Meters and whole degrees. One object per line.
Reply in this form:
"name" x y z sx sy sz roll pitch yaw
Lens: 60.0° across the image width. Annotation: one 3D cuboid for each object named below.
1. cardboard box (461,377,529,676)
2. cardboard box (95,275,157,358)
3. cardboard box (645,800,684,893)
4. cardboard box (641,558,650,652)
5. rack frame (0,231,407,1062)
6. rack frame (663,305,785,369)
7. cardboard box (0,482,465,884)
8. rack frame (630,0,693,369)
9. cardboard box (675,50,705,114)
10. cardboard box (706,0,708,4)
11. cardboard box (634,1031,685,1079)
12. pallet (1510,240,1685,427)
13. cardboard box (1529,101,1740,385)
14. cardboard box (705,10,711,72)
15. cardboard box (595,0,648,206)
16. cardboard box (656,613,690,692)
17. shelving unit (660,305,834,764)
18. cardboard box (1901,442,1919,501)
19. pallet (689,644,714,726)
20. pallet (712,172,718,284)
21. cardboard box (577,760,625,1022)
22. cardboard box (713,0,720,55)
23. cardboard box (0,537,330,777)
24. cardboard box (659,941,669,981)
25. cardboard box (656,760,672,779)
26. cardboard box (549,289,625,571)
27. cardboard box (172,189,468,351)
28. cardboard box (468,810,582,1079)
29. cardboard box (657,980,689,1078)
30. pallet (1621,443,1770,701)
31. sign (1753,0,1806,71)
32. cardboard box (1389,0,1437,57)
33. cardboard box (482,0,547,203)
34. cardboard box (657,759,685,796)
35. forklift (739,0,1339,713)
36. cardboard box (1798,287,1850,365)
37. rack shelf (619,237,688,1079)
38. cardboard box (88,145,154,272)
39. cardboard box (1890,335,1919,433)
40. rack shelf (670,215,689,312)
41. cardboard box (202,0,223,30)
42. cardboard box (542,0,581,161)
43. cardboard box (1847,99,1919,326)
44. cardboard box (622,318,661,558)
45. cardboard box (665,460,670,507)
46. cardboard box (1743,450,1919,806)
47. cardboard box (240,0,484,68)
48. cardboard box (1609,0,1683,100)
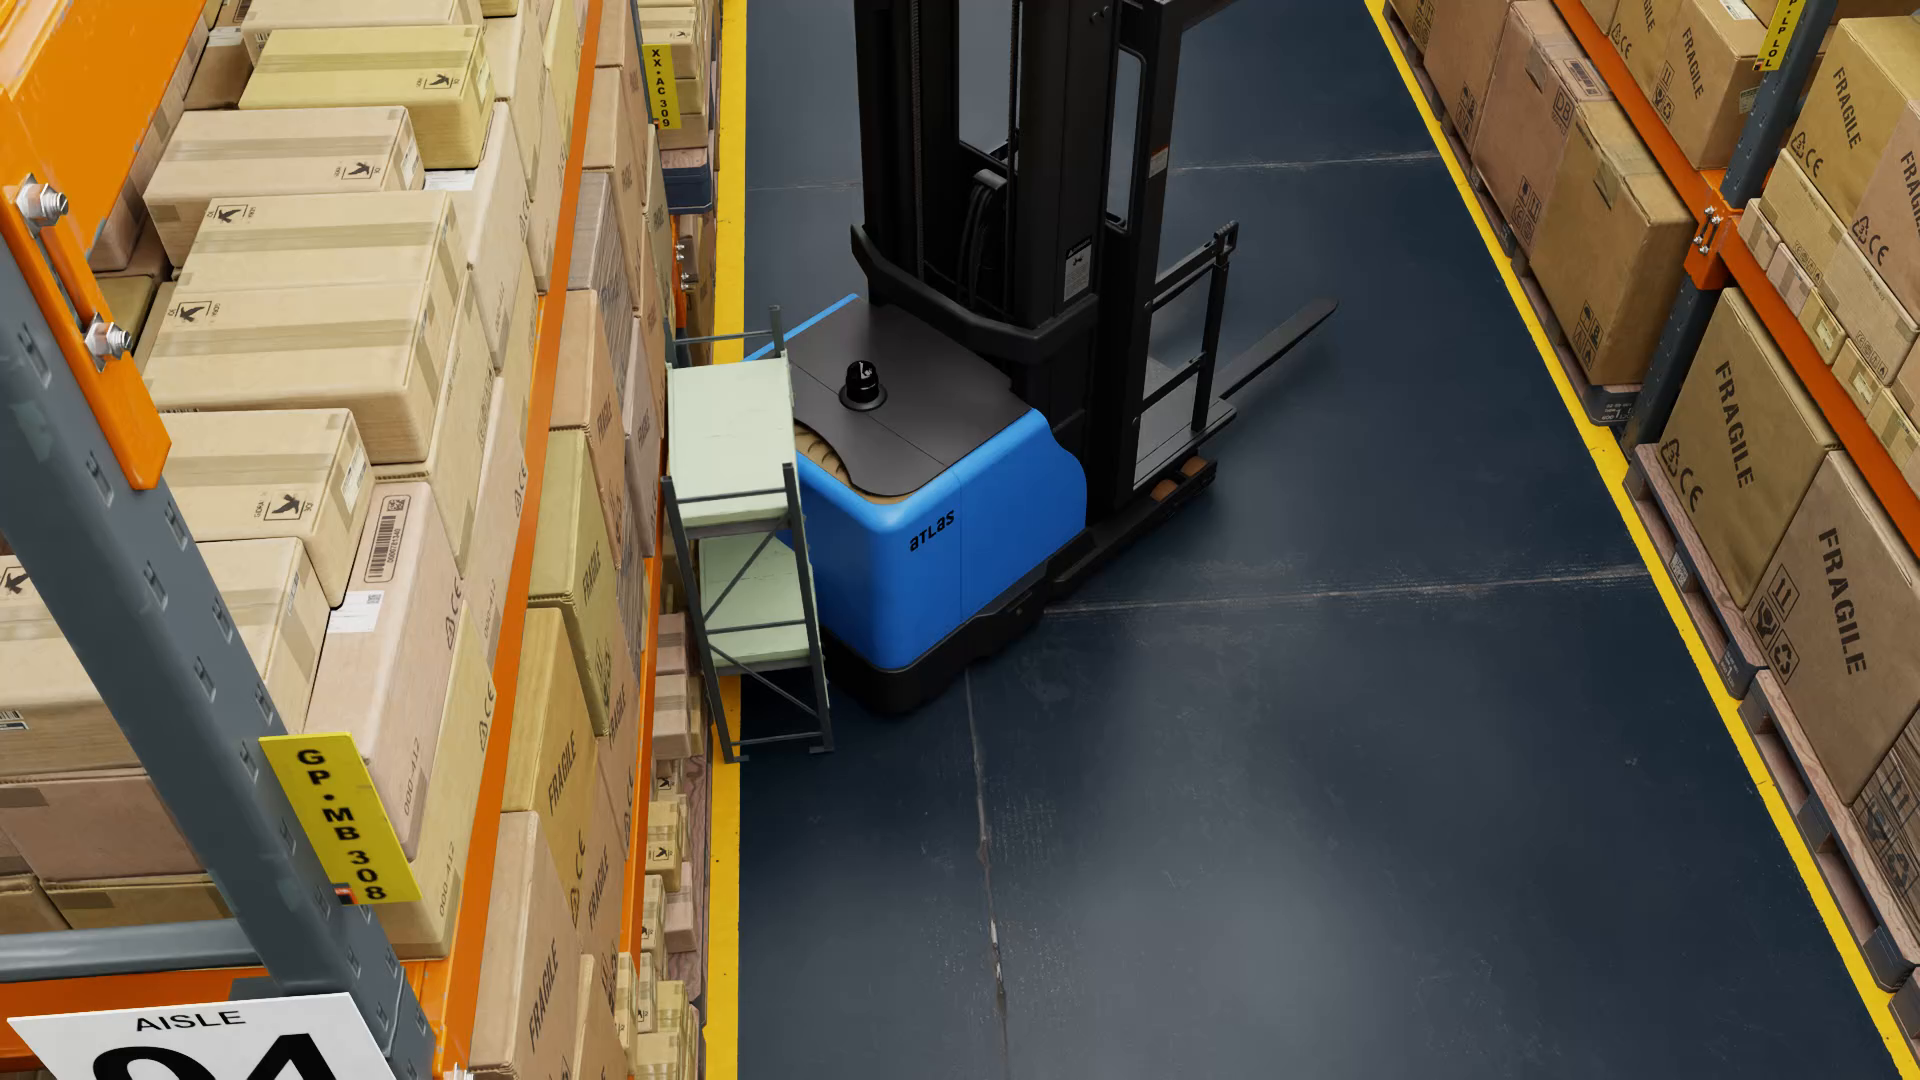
"cardboard box" -1.051 -0.020 2.877 0.500 0.250 0.500 -2 47 -2
"cardboard box" -1.564 -0.158 2.663 0.500 0.250 0.500 -5 47 -4
"cardboard box" -1.063 0.962 5.174 0.380 0.149 0.250 -3 47 -3
"cardboard box" -1.103 0.193 4.811 0.380 0.149 0.250 -3 47 -3
"rack frame" -1.228 -0.381 1.050 1.000 3.000 0.127 -3 47 -3
"rack frame" -0.777 -0.248 6.043 0.400 1.500 0.023 -6 49 -4
"cardboard box" -1.007 0.189 2.334 0.500 0.250 0.500 -3 47 -3
"rack frame" -1.563 -1.212 5.969 1.000 3.000 0.127 -3 47 -3
"cardboard box" -1.138 -1.686 6.096 0.380 0.149 0.250 -3 47 -3
"cardboard box" -1.206 -2.248 6.628 0.380 0.149 0.250 -5 47 -5
"cardboard box" -0.970 1.531 4.635 0.380 0.149 0.250 -4 47 -3
"pallet" 3.248 -1.035 7.722 1.003 0.211 1.213 -3 47 -3
"cardboard box" 3.314 -1.316 7.241 1.225 0.875 0.875 -3 47 -3
"cardboard box" -1.184 -1.965 6.565 0.380 0.149 0.250 -3 47 -3
"cardboard box" -1.254 -1.369 5.155 0.500 0.500 0.500 -5 47 -5
"cardboard box" -1.126 0.406 5.701 0.380 0.149 0.250 -6 47 -5
"shelving unit" -0.730 0.022 5.801 0.431 1.500 0.755 -6 49 -4
"cardboard box" 3.190 -0.182 5.166 0.380 0.149 0.250 -3 47 -3
"pallet" -1.472 0.230 6.523 1.003 0.211 1.213 -3 47 -3
"pallet" -1.735 -1.701 8.352 1.003 0.211 1.213 -3 47 -3
"cardboard box" -1.061 0.818 3.772 0.500 0.500 0.500 -3 47 -3
"cardboard box" -1.582 -2.931 9.029 0.500 0.500 0.500 -4 47 -3
"cardboard box" -1.028 0.145 2.102 0.380 0.149 0.250 -4 47 -4
"cardboard box" -1.113 1.385 5.183 0.380 0.149 0.250 -3 47 -3
"cardboard box" -1.179 0.683 5.643 0.380 0.149 0.250 -5 47 -5
"cardboard box" -1.117 -0.251 4.095 0.500 0.500 0.500 -5 47 -5
"cardboard box" -1.002 -0.418 2.634 0.380 0.149 0.250 -3 47 -3
"cardboard box" -1.001 0.860 3.043 0.500 0.500 0.500 -4 47 -4
"cardboard box" -1.005 1.455 4.912 0.380 0.149 0.250 -2 47 -2
"pallet" 3.374 0.073 6.672 1.003 0.211 1.213 -3 47 -3
"sign" 2.848 -1.772 5.755 0.100 0.325 0.005 -3 47 -3
"cardboard box" 3.090 -3.248 9.071 1.225 0.875 0.875 -5 47 -5
"cardboard box" -1.125 -0.913 3.378 0.500 0.250 0.500 -5 47 -5
"cardboard box" -1.149 0.828 5.710 0.380 0.149 0.250 -3 47 -3
"forklift" 0.440 -1.334 6.131 1.130 2.935 3.031 35 56 29
"cardboard box" 3.126 -0.739 5.694 0.380 0.149 0.250 -2 47 -2
"rack shelf" -1.396 0.482 4.859 1.077 0.370 4.000 -3 47 -3
"cardboard box" -1.585 -0.571 2.780 0.380 0.149 0.250 -4 47 -4
"cardboard box" 3.252 -0.401 5.099 0.500 0.250 0.500 -2 47 -2
"rack shelf" -1.731 -2.412 7.600 1.077 0.370 4.000 -3 47 -3
"cardboard box" -1.683 -1.134 3.313 0.380 0.149 0.250 -5 47 -4
"cardboard box" -1.180 -1.124 3.923 0.500 0.250 0.500 -4 47 -4
"cardboard box" 3.207 -1.030 5.178 0.500 0.500 0.500 -3 47 -3
"cardboard box" -1.158 -0.280 4.812 0.500 0.500 0.500 -4 47 -4
"cardboard box" -1.213 -0.157 6.234 0.380 0.149 0.250 -3 47 -3
"cardboard box" 3.439 0.279 5.730 0.875 0.875 0.875 -3 47 -3
"cardboard box" -1.129 -0.981 3.168 0.380 0.149 0.250 -2 47 -2
"cardboard box" 3.042 -2.155 6.793 0.500 0.500 0.500 -2 47 -2
